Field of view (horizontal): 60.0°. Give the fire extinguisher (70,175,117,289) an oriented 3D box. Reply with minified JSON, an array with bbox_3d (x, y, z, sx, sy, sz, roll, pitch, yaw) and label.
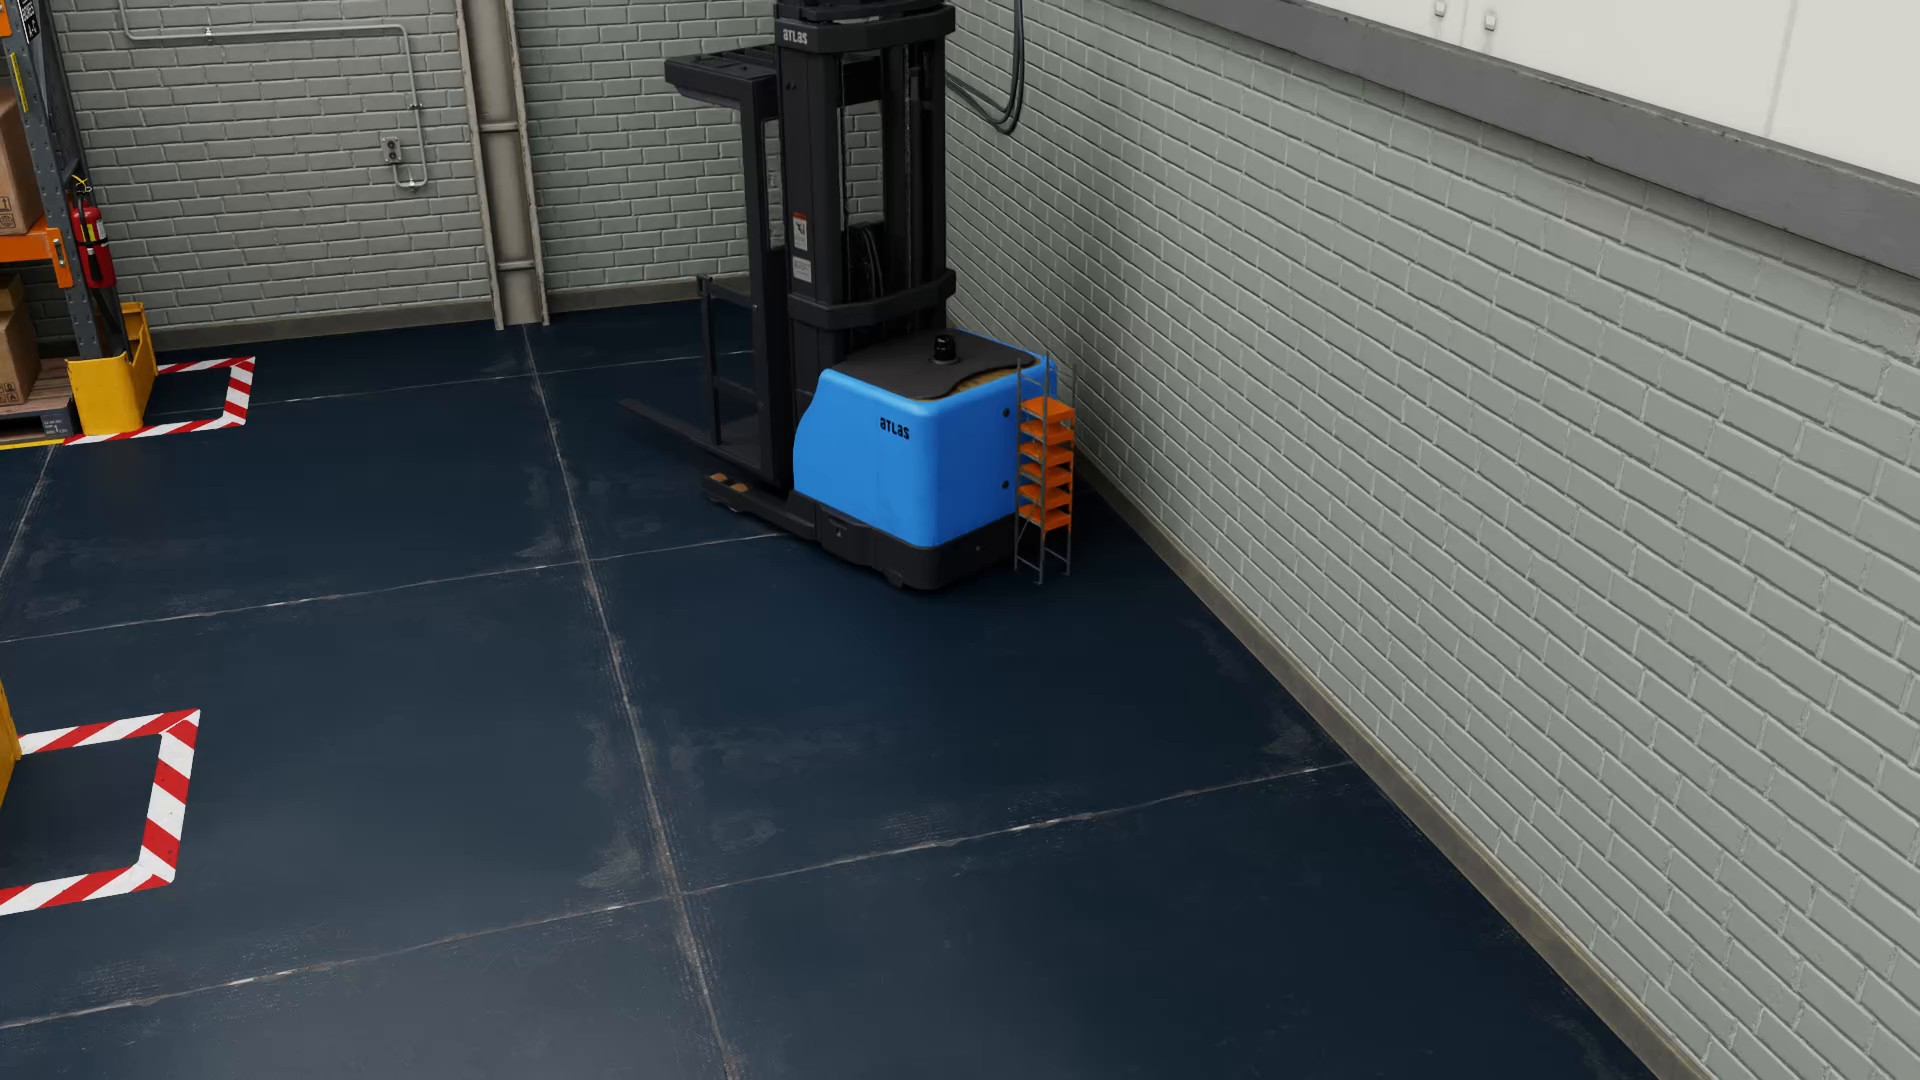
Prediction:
[{"bbox_3d":[-5.330,-1.888,10.185,0.183,0.674,0.296,-8,28,-16],"label":"fire extinguisher"}]

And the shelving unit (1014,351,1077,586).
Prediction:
[{"bbox_3d":[0.438,-0.362,8.630,0.189,1.200,0.258,-17,31,-31],"label":"shelving unit"}]

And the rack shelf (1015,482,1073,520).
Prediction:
[{"bbox_3d":[0.438,-0.215,8.703,0.180,0.103,0.258,-17,31,-31],"label":"rack shelf"}]

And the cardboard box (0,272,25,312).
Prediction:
[{"bbox_3d":[-6.195,-1.586,10.680,0.250,0.149,0.380,-8,28,-16],"label":"cardboard box"}]

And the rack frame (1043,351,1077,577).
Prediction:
[{"bbox_3d":[0.513,-0.385,8.677,0.006,1.200,0.240,-17,31,-31],"label":"rack frame"}]

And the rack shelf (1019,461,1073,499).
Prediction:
[{"bbox_3d":[0.438,-0.322,8.650,0.180,0.103,0.258,-17,31,-31],"label":"rack shelf"}]

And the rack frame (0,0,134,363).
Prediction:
[{"bbox_3d":[-5.617,-2.264,10.436,0.127,3.000,1.000,-8,28,-16],"label":"rack frame"}]

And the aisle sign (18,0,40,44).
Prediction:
[{"bbox_3d":[-5.455,-3.311,9.623,0.004,0.787,0.394,-8,28,-16],"label":"aisle sign"}]

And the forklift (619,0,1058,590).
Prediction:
[{"bbox_3d":[-0.861,-1.613,9.203,1.130,2.935,3.031,-24,35,-39],"label":"forklift"}]

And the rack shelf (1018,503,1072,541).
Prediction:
[{"bbox_3d":[0.438,-0.107,8.756,0.180,0.103,0.258,-17,31,-31],"label":"rack shelf"}]

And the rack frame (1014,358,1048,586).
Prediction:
[{"bbox_3d":[0.363,-0.339,8.583,0.006,1.200,0.240,-17,31,-31],"label":"rack frame"}]

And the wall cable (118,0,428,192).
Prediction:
[{"bbox_3d":[-4.692,-3.295,11.371,1.851,1.984,0.084,-8,28,-16],"label":"wall cable"}]

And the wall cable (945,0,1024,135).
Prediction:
[{"bbox_3d":[-0.128,-4.188,11.057,0.112,2.526,3.097,-8,28,-16],"label":"wall cable"}]

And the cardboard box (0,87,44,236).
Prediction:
[{"bbox_3d":[-6.099,-2.323,10.219,0.700,0.700,0.980,-7,27,-14],"label":"cardboard box"}]

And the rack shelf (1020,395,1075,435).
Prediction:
[{"bbox_3d":[0.438,-0.645,8.489,0.180,0.103,0.258,-17,31,-31],"label":"rack shelf"}]

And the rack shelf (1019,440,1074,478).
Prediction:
[{"bbox_3d":[0.438,-0.430,8.596,0.180,0.103,0.258,-17,31,-31],"label":"rack shelf"}]

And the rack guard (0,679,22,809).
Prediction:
[{"bbox_3d":[-4.151,0.960,6.753,0.348,0.500,1.175,-8,28,-16],"label":"rack guard"}]

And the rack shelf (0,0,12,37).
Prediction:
[{"bbox_3d":[-7.518,-3.009,9.374,4.000,0.370,1.077,-8,28,-16],"label":"rack shelf"}]

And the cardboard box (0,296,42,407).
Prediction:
[{"bbox_3d":[-6.251,-1.193,10.619,0.500,0.500,0.700,-8,28,-16],"label":"cardboard box"}]

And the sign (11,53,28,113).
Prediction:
[{"bbox_3d":[-5.462,-2.657,9.660,0.005,0.325,0.100,-8,28,-16],"label":"sign"}]

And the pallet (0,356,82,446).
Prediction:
[{"bbox_3d":[-6.353,-0.871,10.768,1.213,0.211,1.003,-8,28,-16],"label":"pallet"}]

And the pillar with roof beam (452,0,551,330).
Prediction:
[{"bbox_3d":[-1.984,-3.868,6.921,0.400,9.000,9.100,-8,28,-16],"label":"pillar with roof beam"}]

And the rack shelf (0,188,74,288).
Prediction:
[{"bbox_3d":[-7.518,-1.666,10.041,4.000,0.370,1.077,-8,28,-16],"label":"rack shelf"}]

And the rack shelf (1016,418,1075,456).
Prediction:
[{"bbox_3d":[0.438,-0.537,8.543,0.180,0.103,0.258,-17,31,-31],"label":"rack shelf"}]

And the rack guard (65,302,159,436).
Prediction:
[{"bbox_3d":[-5.594,-1.147,10.999,0.348,0.500,1.175,-8,28,-16],"label":"rack guard"}]
